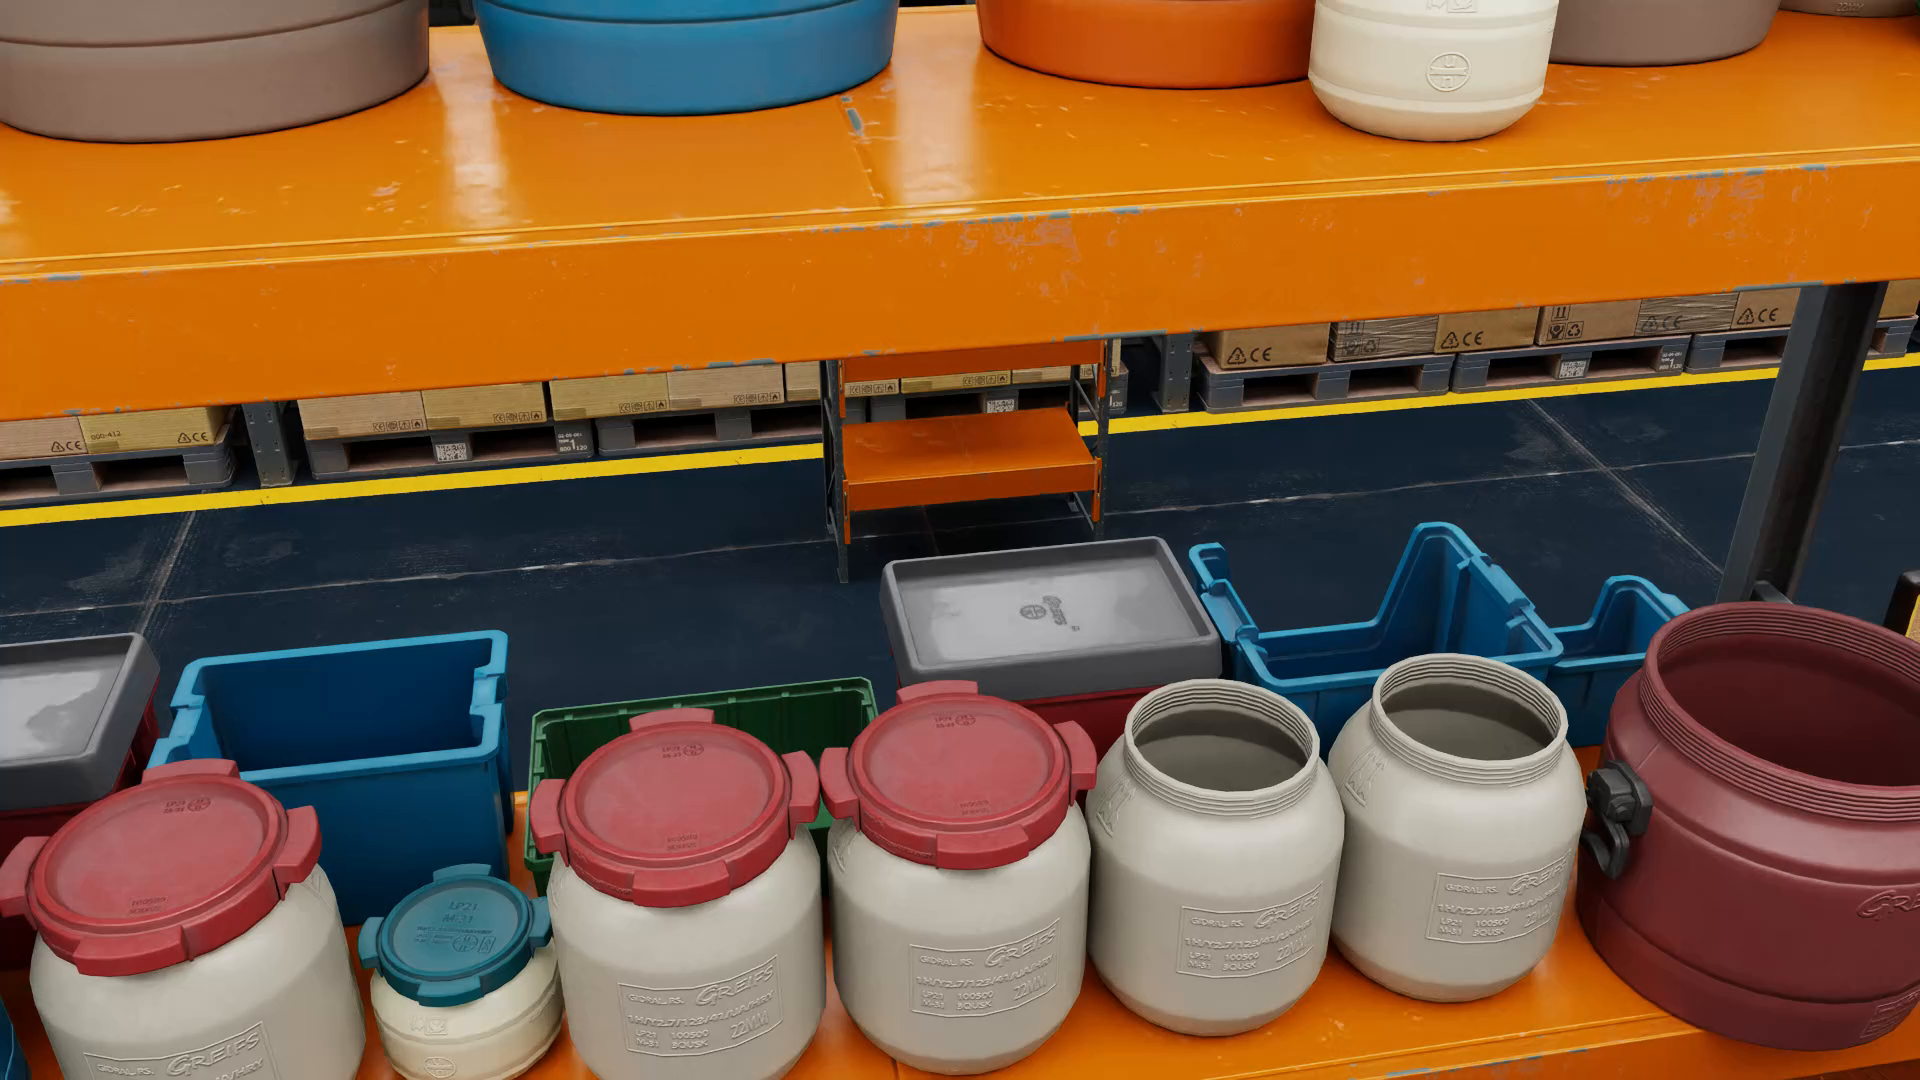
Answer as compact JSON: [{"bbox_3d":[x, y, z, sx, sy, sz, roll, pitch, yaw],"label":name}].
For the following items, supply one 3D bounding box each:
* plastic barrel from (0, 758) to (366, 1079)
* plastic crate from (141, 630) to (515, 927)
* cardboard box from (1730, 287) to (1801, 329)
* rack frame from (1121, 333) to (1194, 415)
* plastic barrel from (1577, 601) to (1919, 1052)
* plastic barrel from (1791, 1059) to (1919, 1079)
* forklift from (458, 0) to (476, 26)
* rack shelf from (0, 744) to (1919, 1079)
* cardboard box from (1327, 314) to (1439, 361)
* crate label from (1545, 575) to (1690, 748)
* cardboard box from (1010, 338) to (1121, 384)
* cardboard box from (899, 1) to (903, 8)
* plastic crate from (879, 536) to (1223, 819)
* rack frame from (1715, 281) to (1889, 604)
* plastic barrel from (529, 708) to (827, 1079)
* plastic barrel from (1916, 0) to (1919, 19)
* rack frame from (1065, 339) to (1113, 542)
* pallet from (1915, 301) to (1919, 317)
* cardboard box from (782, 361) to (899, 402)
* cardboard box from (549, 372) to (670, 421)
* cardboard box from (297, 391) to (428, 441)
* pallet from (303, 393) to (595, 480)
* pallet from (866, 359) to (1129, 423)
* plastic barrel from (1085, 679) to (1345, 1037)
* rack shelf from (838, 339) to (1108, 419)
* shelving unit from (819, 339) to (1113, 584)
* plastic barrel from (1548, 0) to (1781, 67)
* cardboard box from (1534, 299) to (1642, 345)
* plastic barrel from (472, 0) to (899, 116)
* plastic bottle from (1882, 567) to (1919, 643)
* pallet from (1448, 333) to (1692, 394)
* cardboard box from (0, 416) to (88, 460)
[{"bbox_3d":[-1.149,0.668,2.520,0.433,0.535,0.433,0,30,0],"label":"plastic barrel"},{"bbox_3d":[-1.101,0.456,3.031,0.575,0.384,0.392,-5,31,-9],"label":"plastic crate"},{"bbox_3d":[3.929,-1.379,8.167,0.500,0.500,0.500,-5,31,-9],"label":"cardboard box"},{"bbox_3d":[0.916,-2.130,7.413,0.127,3.000,1.000,-5,31,-9],"label":"rack frame"},{"bbox_3d":[1.403,0.475,2.849,0.708,0.536,0.600,-5,31,-9],"label":"plastic barrel"},{"bbox_3d":[2.283,1.041,3.747,0.708,0.830,0.600,-5,31,-9],"label":"plastic barrel"},{"bbox_3d":[-1.861,-3.022,8.998,3.031,2.935,1.130,-9,32,-15],"label":"forklift"},{"bbox_3d":[-0.163,0.833,3.085,4.000,0.370,1.077,-5,31,-9],"label":"rack shelf"},{"bbox_3d":[1.929,-1.192,7.850,0.500,0.500,0.500,-6,31,-11],"label":"cardboard box"},{"bbox_3d":[1.323,0.264,3.508,0.416,0.233,0.303,-5,31,-9],"label":"crate label"},{"bbox_3d":[0.442,-0.956,7.715,0.500,0.250,0.500,-5,31,-8],"label":"cardboard box"},{"bbox_3d":[-0.679,-3.620,11.979,0.500,0.500,0.700,-5,31,-8],"label":"cardboard box"},{"bbox_3d":[0.160,0.307,3.205,0.583,0.464,0.402,-5,31,-9],"label":"plastic crate"},{"bbox_3d":[1.805,0.340,3.213,0.127,3.000,1.000,-5,31,-9],"label":"rack frame"},{"bbox_3d":[-0.428,0.601,2.634,0.433,0.535,0.433,0,30,0],"label":"plastic barrel"},{"bbox_3d":[1.571,-0.838,2.410,0.294,0.245,0.294,0,30,0],"label":"plastic barrel"},{"bbox_3d":[0.507,-0.532,6.545,0.032,1.125,0.500,-5,31,-9],"label":"rack frame"},{"bbox_3d":[5.526,-1.355,8.847,1.213,0.211,1.003,-5,31,-9],"label":"pallet"},{"bbox_3d":[-0.559,-0.863,7.557,0.500,0.250,0.500,-5,31,-8],"label":"cardboard box"},{"bbox_3d":[-1.565,-0.769,7.396,0.500,0.250,0.500,-6,31,-10],"label":"cardboard box"},{"bbox_3d":[-2.577,-0.674,7.235,0.500,0.250,0.500,-6,31,-10],"label":"cardboard box"},{"bbox_3d":[-2.301,-0.650,7.647,1.213,0.211,1.003,-5,31,-9],"label":"pallet"},{"bbox_3d":[0.099,-0.872,8.025,1.213,0.211,1.003,-5,31,-9],"label":"pallet"},{"bbox_3d":[0.417,0.530,2.778,0.421,0.512,0.421,0,30,0],"label":"plastic barrel"},{"bbox_3d":[0.007,-0.738,6.318,1.000,0.278,0.538,-5,31,-9],"label":"rack shelf"},{"bbox_3d":[0.007,-0.486,6.466,1.048,1.125,0.538,-5,31,-9],"label":"shelving unit"},{"bbox_3d":[0.958,-1.203,2.382,0.600,0.901,0.600,0,30,0],"label":"plastic barrel"},{"bbox_3d":[2.936,-1.285,8.009,0.500,0.500,0.500,-6,31,-11],"label":"cardboard box"},{"bbox_3d":[-0.382,-1.078,2.170,0.708,0.901,0.600,-5,31,-9],"label":"plastic barrel"},{"bbox_3d":[2.126,0.140,3.667,0.133,0.283,0.061,-5,31,-9],"label":"plastic bottle"},{"bbox_3d":[2.855,-1.087,8.391,1.213,0.211,1.003,-5,31,-9],"label":"pallet"},{"bbox_3d":[-3.929,-0.569,7.056,0.500,0.250,0.500,-5,31,-9],"label":"cardboard box"}]
